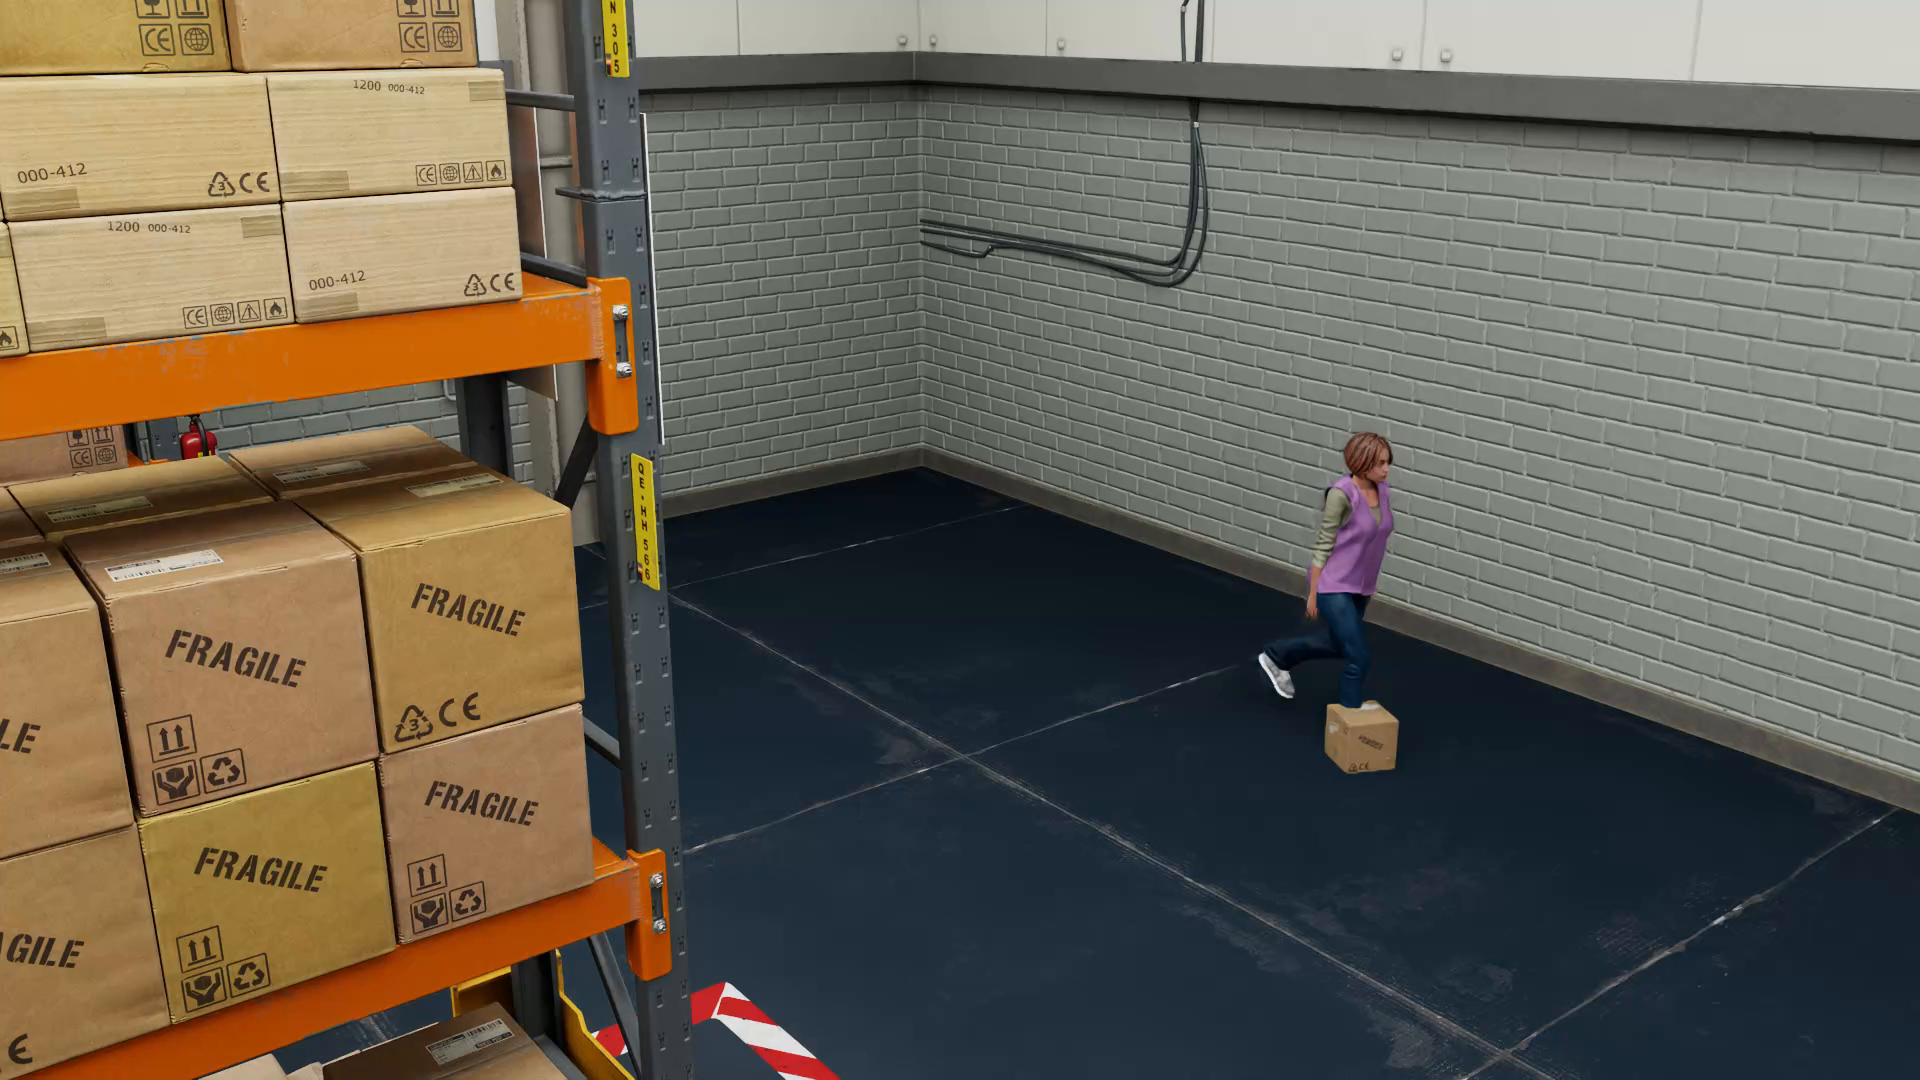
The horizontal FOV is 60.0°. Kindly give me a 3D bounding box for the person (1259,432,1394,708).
[{"bbox_3d":[1.788,0.196,7.968,0.423,1.542,0.872,-15,23,-39],"label":"person"}]
